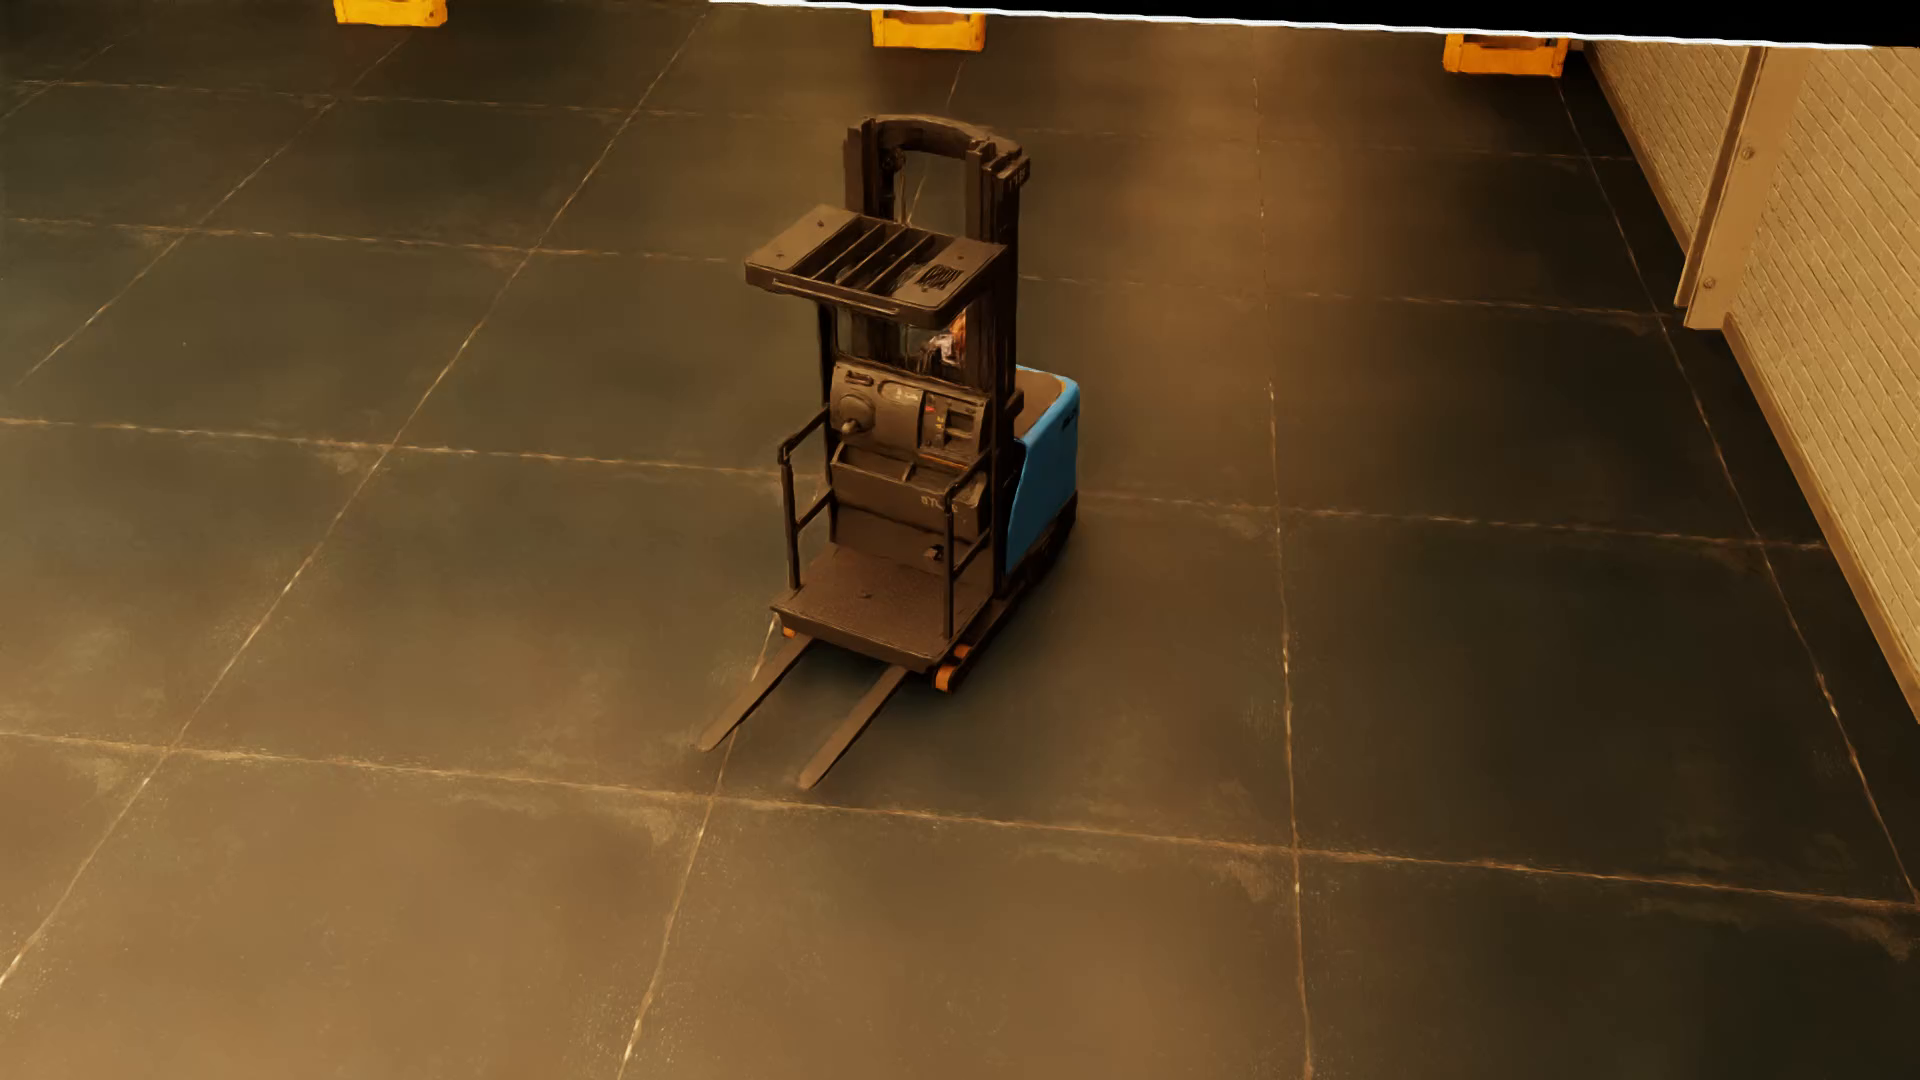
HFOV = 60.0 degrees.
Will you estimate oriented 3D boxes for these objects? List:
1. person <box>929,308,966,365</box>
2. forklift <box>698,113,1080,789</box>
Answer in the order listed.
[{"bbox_3d":[-0.037,-0.603,9.924,0.601,1.641,0.538,4,37,6],"label":"person"},{"bbox_3d":[-0.384,-0.629,8.884,1.130,2.935,3.031,17,40,21],"label":"forklift"}]
